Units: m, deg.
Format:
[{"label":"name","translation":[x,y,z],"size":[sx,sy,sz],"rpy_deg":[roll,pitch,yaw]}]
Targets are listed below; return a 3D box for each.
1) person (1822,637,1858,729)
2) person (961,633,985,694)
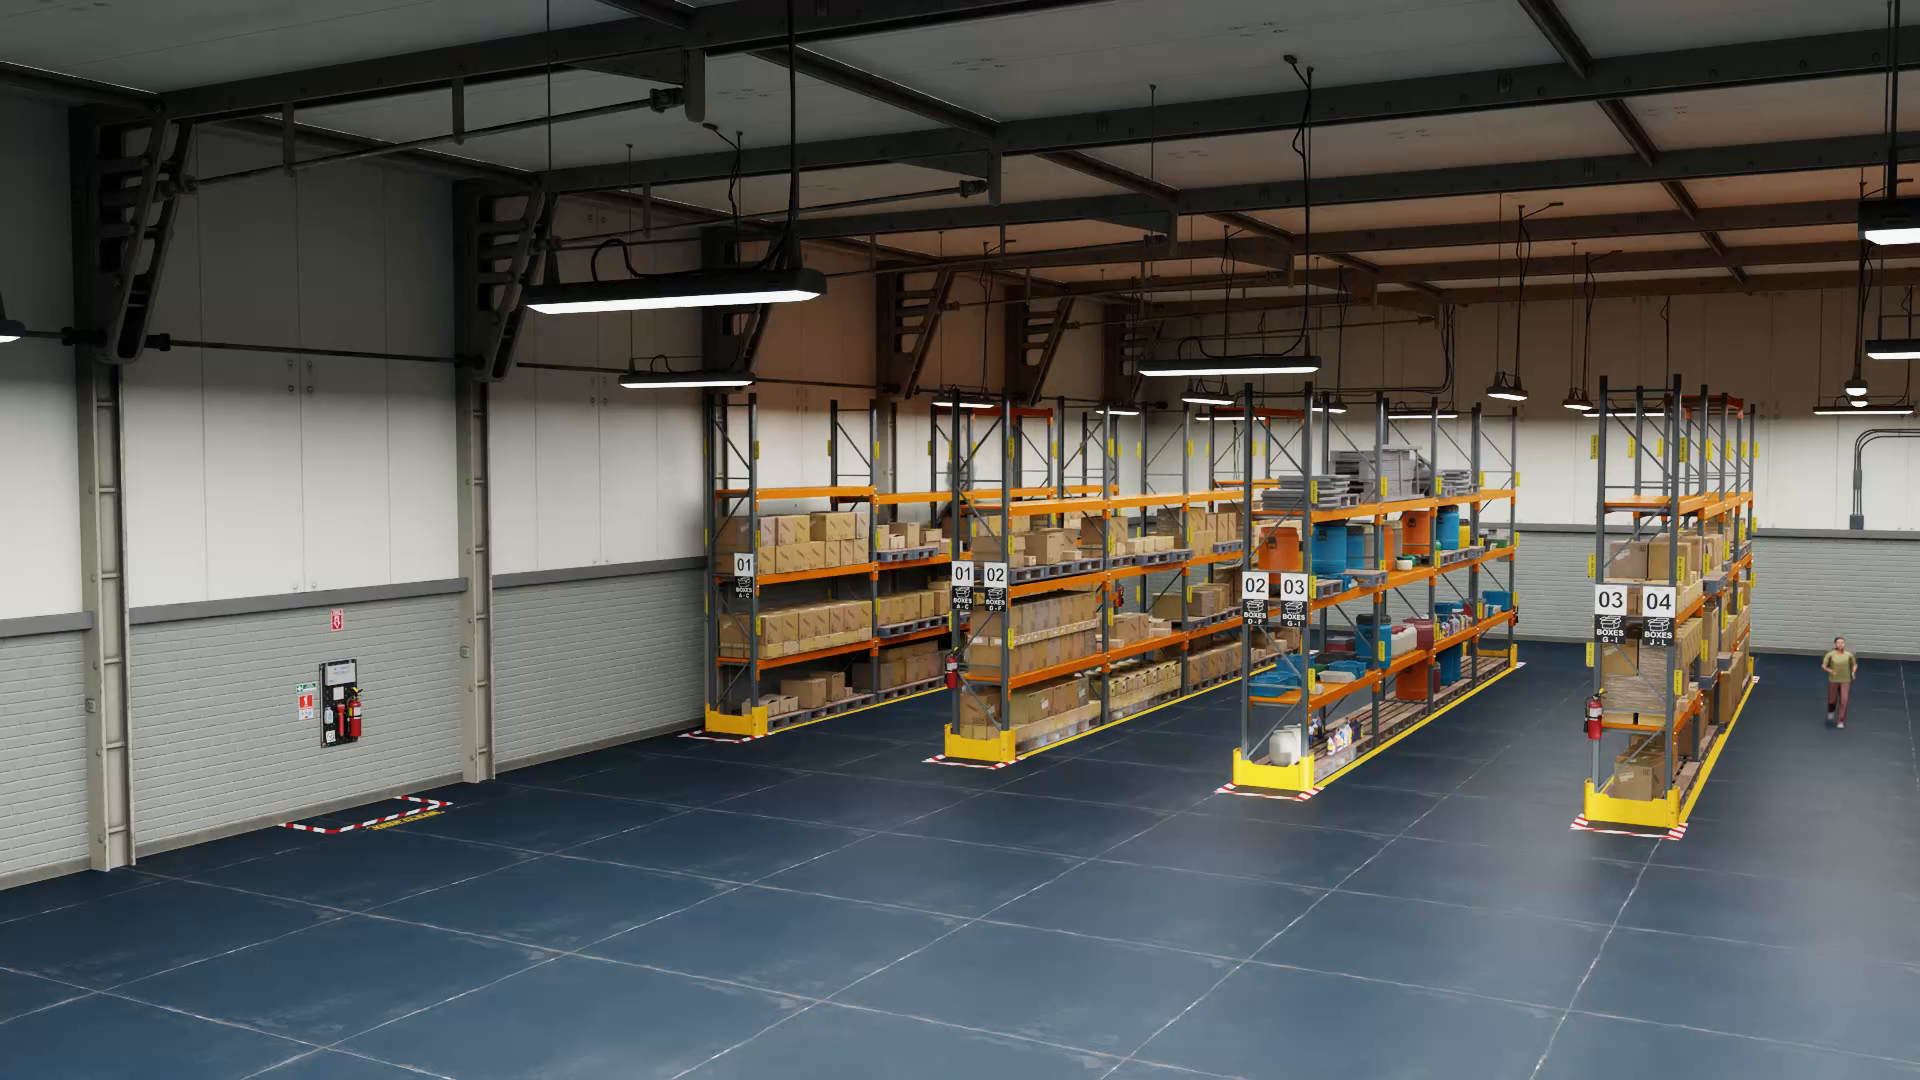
[{"label":"person","translation":[15.893,2.563,30.034],"size":[0.588,1.628,0.712],"rpy_deg":[1,3,21]},{"label":"person","translation":[0.296,2.523,30.688],"size":[0.605,1.679,0.907],"rpy_deg":[1,3,26]}]
